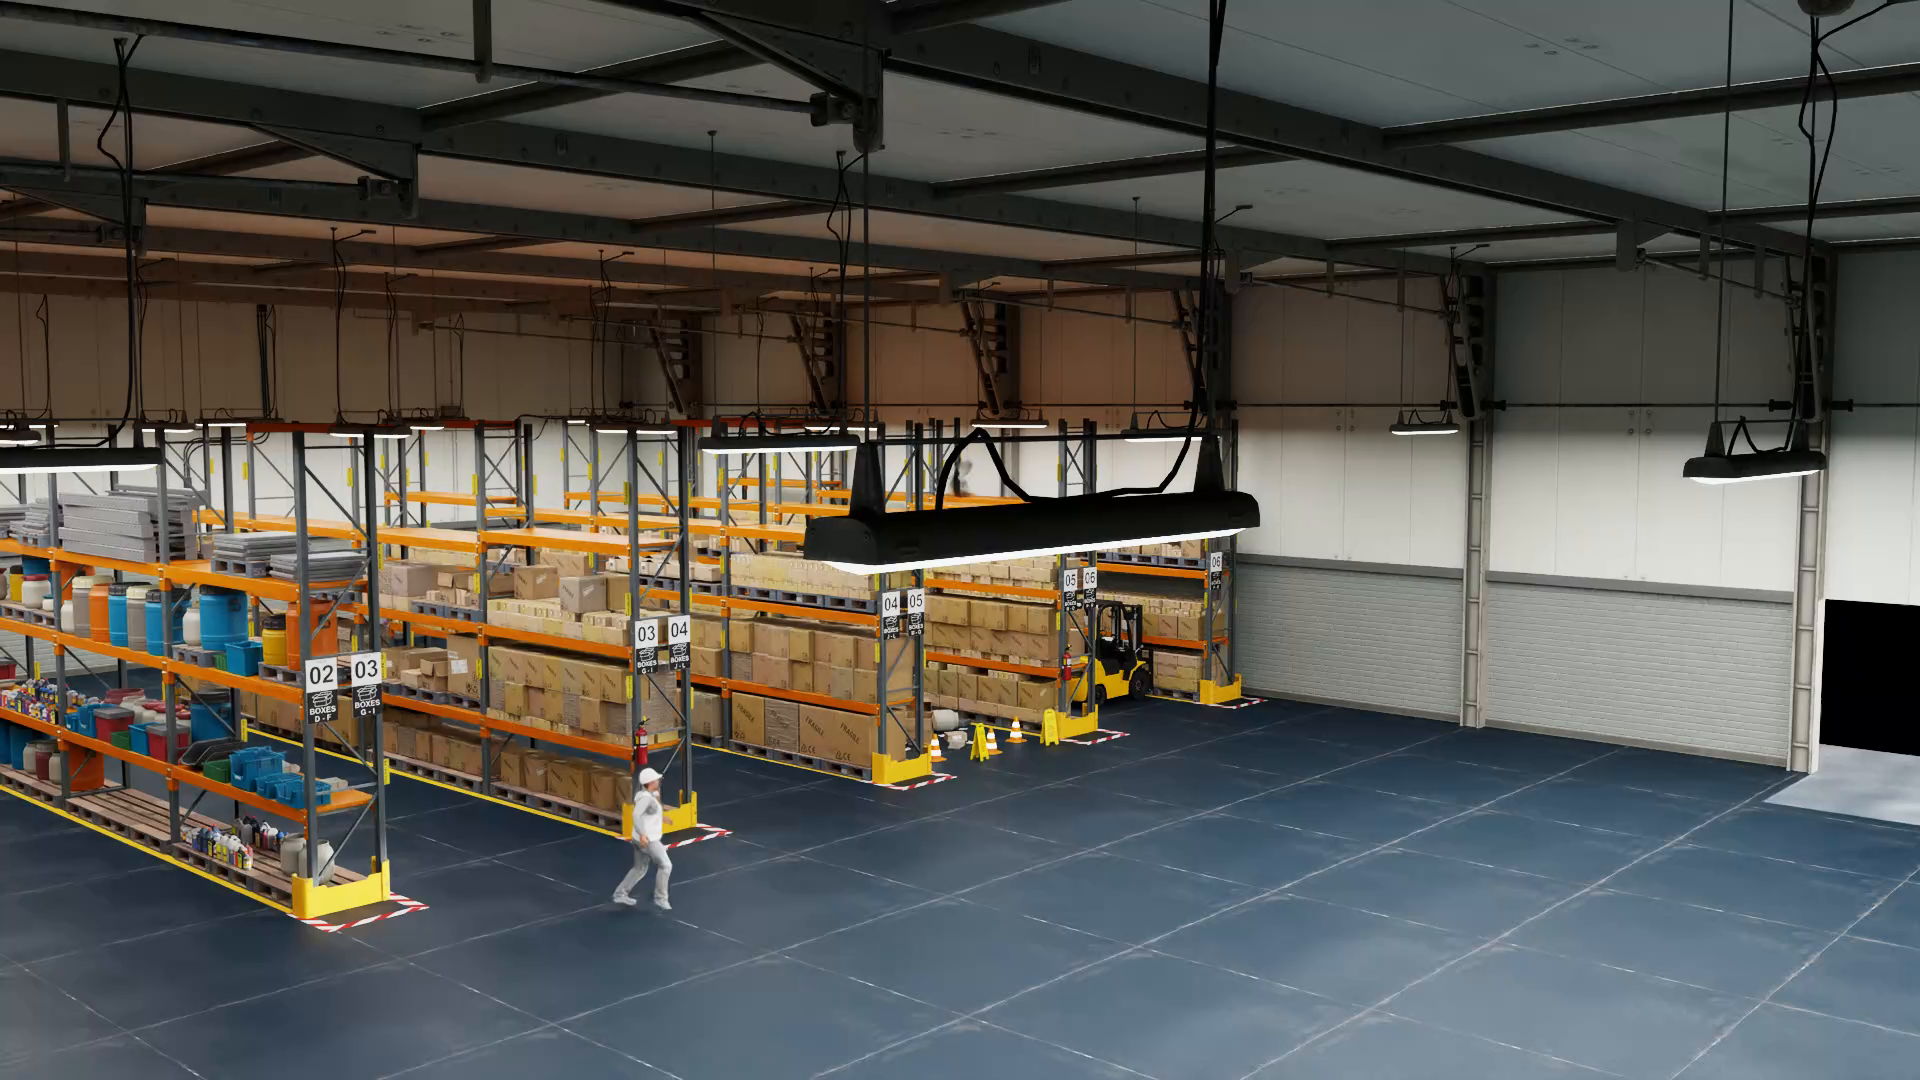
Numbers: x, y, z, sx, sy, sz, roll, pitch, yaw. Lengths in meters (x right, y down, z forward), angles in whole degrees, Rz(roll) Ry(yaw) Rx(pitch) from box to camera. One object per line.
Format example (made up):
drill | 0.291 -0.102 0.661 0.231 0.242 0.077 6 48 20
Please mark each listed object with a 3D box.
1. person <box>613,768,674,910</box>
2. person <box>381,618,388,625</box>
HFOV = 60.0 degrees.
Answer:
person | -3.952 3.785 20.802 0.780 1.859 0.658 -2 5 -23
person | -13.791 2.318 39.881 0.459 1.520 0.619 -2 5 -24
